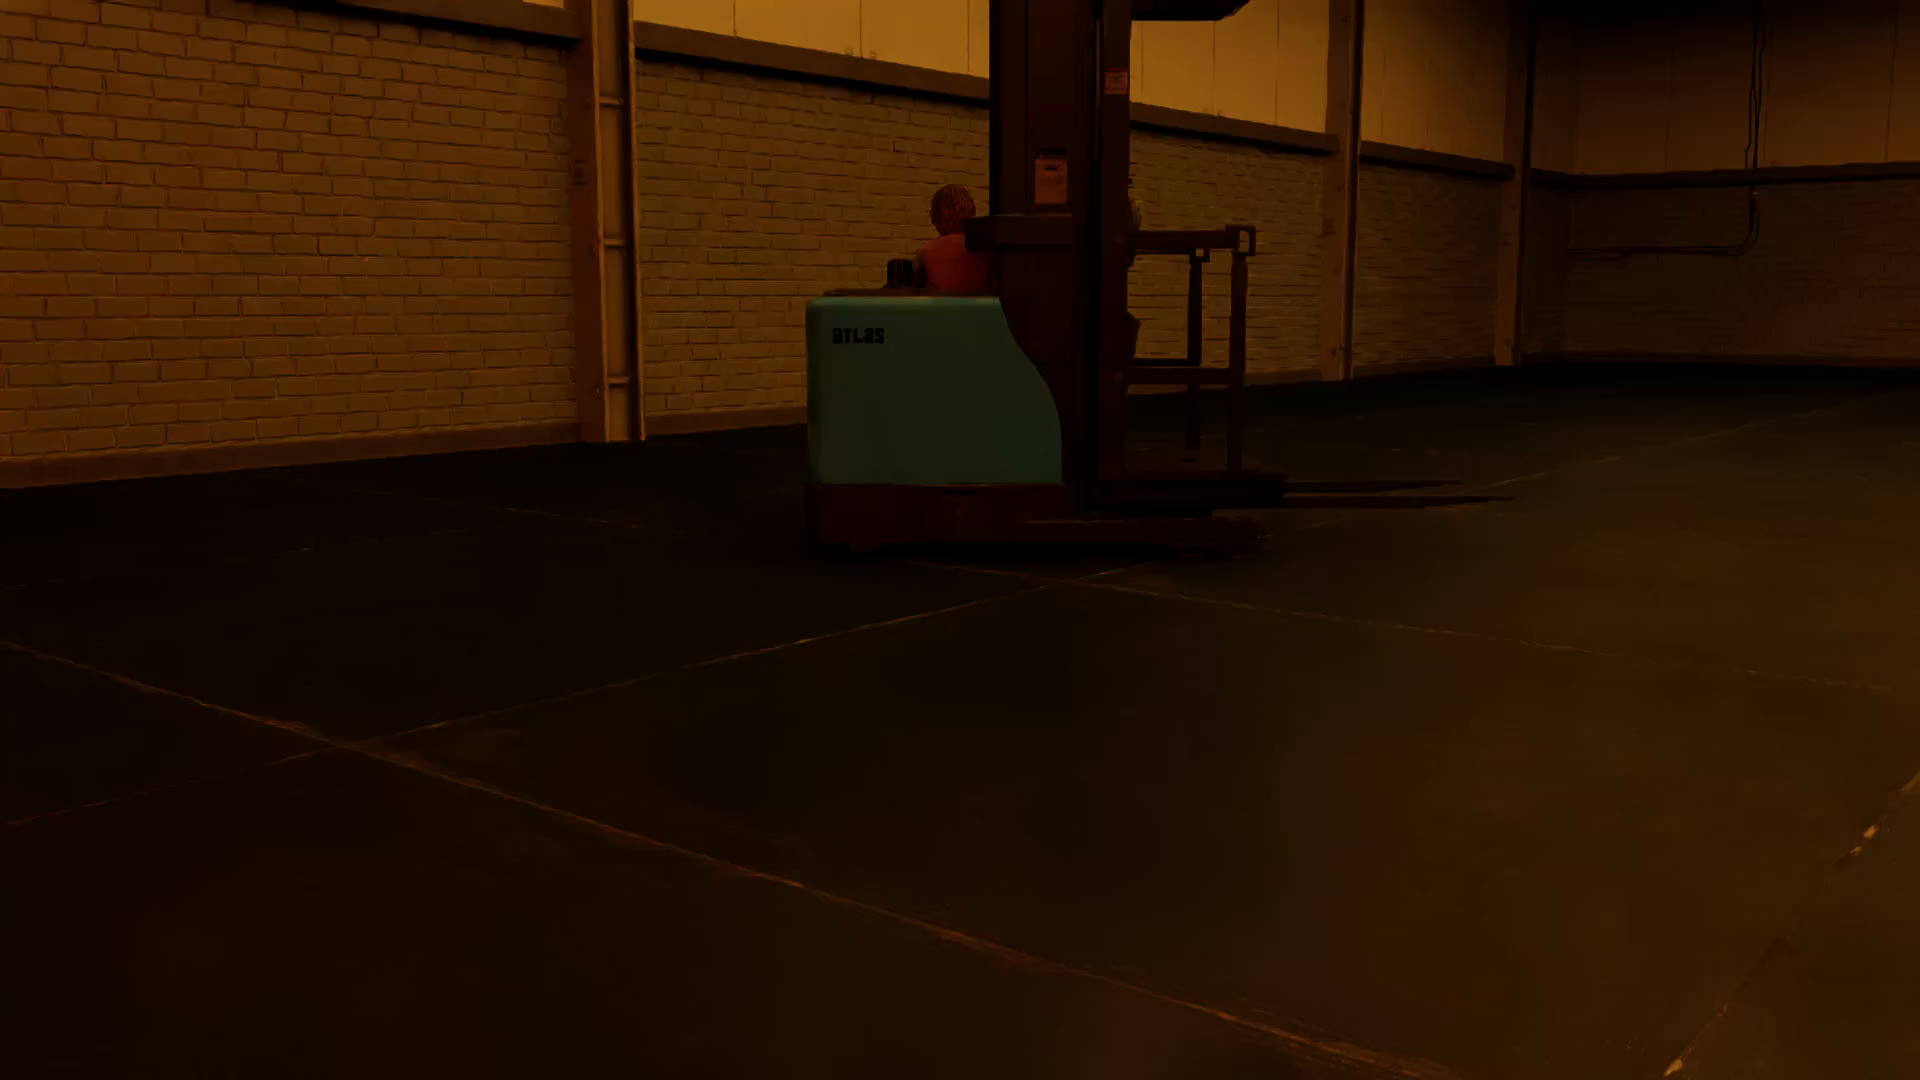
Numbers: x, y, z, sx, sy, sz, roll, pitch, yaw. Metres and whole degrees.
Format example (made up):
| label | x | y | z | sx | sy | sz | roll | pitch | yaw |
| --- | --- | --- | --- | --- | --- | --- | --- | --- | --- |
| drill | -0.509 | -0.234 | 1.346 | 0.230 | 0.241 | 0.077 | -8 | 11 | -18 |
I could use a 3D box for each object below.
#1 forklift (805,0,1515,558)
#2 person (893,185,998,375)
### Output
| label | x | y | z | sx | sy | sz | roll | pitch | yaw |
| --- | --- | --- | --- | --- | --- | --- | --- | --- | --- |
| forklift | 0.854 | -1.452 | 7.208 | 3.031 | 2.935 | 1.130 | 0 | 8 | -2 |
| person | -0.019 | -0.788 | 7.391 | 0.537 | 1.550 | 0.528 | -2 | 9 | -12 |
